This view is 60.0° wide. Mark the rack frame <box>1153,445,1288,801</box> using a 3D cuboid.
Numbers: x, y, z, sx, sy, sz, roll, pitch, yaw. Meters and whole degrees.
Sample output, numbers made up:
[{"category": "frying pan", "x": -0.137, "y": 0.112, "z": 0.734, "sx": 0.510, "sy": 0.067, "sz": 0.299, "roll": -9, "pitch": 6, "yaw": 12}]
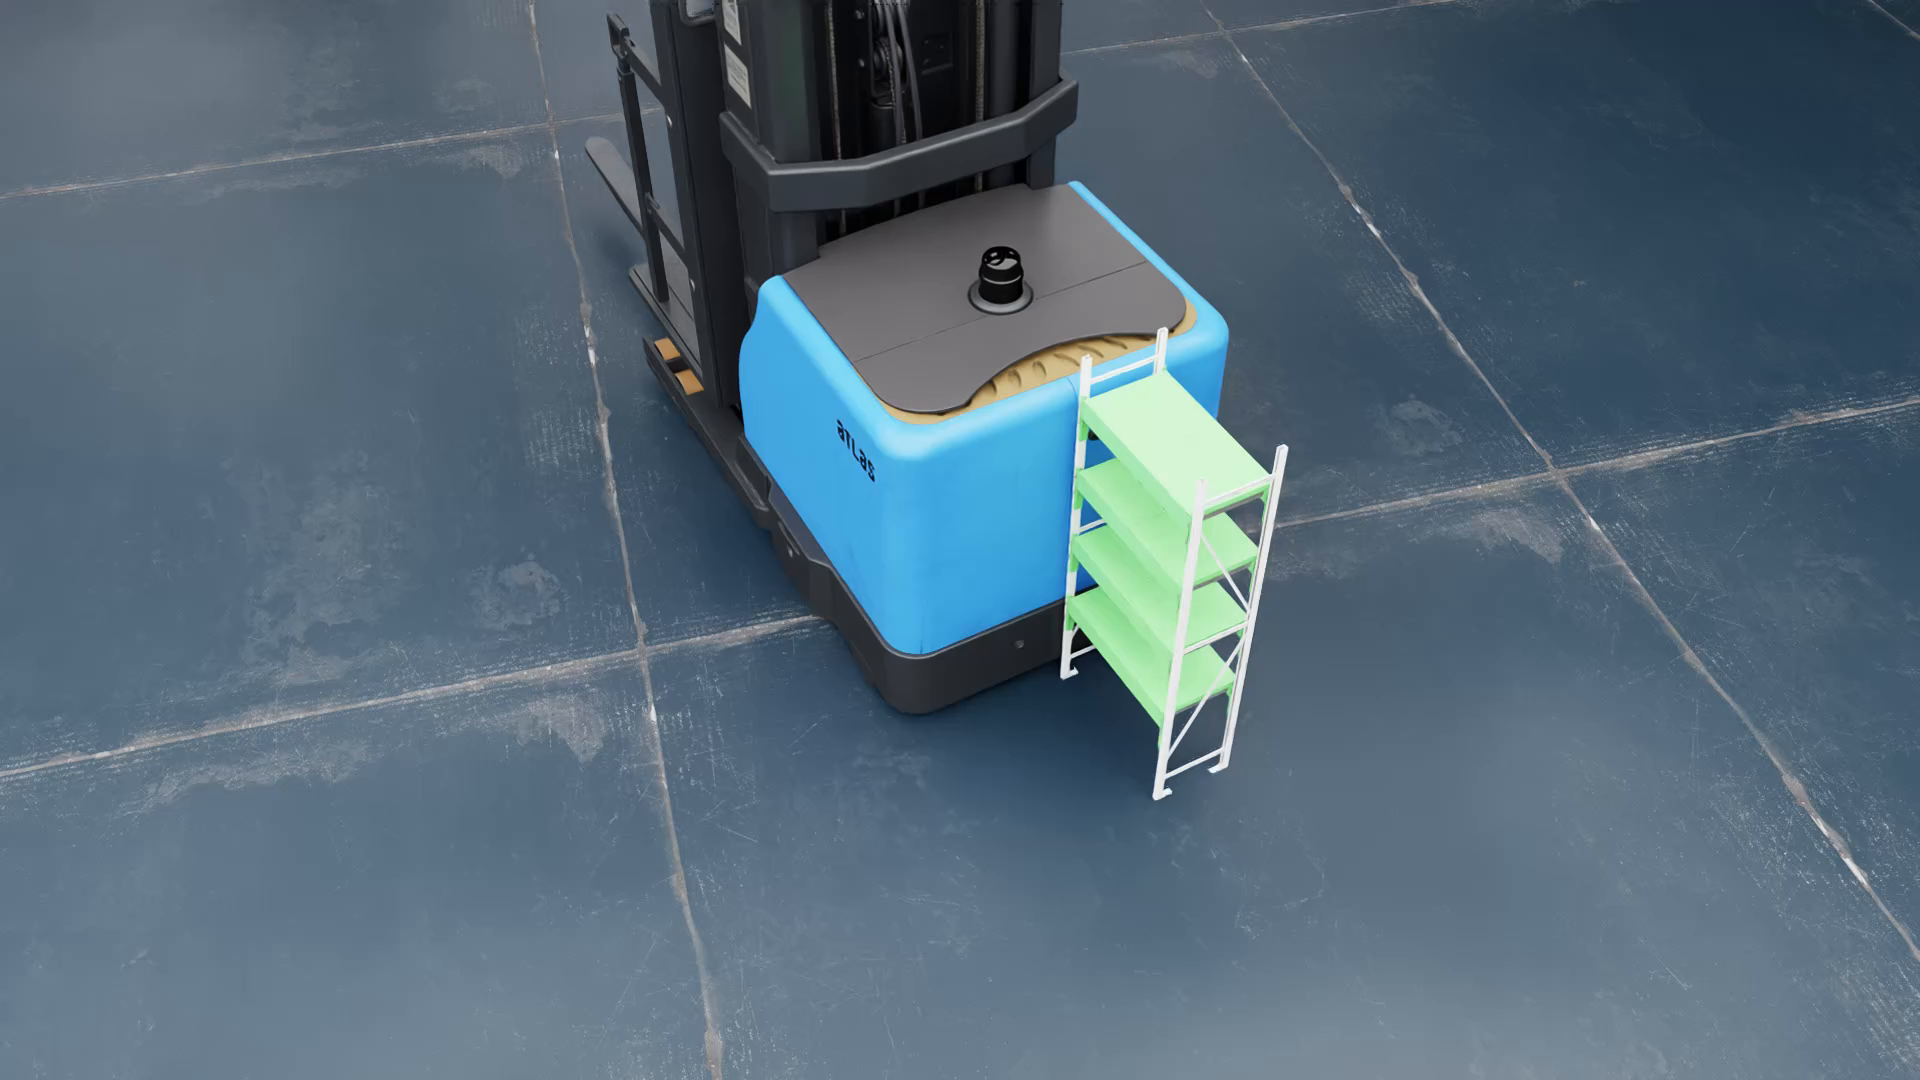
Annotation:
[{"category": "rack frame", "x": 0.637, "y": 0.248, "z": 4.167, "sx": 0.240, "sy": 1.200, "sz": 0.015, "roll": -21, "pitch": 49, "yaw": -20}]

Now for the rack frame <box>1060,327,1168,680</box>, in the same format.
[{"category": "rack frame", "x": 0.401, "y": -0.057, "z": 4.466, "sx": 0.240, "sy": 1.200, "sz": 0.015, "roll": -21, "pitch": 49, "yaw": -20}]

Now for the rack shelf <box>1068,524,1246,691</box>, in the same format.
[{"category": "rack shelf", "x": 0.519, "y": 0.140, "z": 4.362, "sx": 0.258, "sy": 0.148, "sz": 0.480, "roll": -21, "pitch": 49, "yaw": -20}]

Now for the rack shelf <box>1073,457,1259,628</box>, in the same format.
[{"category": "rack shelf", "x": 0.519, "y": -0.028, "z": 4.190, "sx": 0.258, "sy": 0.148, "sz": 0.480, "roll": -21, "pitch": 49, "yaw": -20}]

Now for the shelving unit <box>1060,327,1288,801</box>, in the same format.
[{"category": "shelving unit", "x": 0.519, "y": 0.096, "z": 4.316, "sx": 0.258, "sy": 1.200, "sz": 0.503, "roll": -21, "pitch": 49, "yaw": -20}]

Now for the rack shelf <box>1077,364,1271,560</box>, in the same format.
[{"category": "rack shelf", "x": 0.519, "y": -0.196, "z": 4.019, "sx": 0.258, "sy": 0.148, "sz": 0.480, "roll": -21, "pitch": 49, "yaw": -20}]

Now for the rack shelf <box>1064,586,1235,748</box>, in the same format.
[{"category": "rack shelf", "x": 0.519, "y": 0.308, "z": 4.533, "sx": 0.258, "sy": 0.148, "sz": 0.480, "roll": -21, "pitch": 49, "yaw": -20}]

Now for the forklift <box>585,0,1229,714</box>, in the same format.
[{"category": "forklift", "x": -0.433, "y": -1.587, "z": 4.753, "sx": 1.130, "sy": 2.935, "sz": 3.031, "roll": -21, "pitch": 49, "yaw": -20}]
